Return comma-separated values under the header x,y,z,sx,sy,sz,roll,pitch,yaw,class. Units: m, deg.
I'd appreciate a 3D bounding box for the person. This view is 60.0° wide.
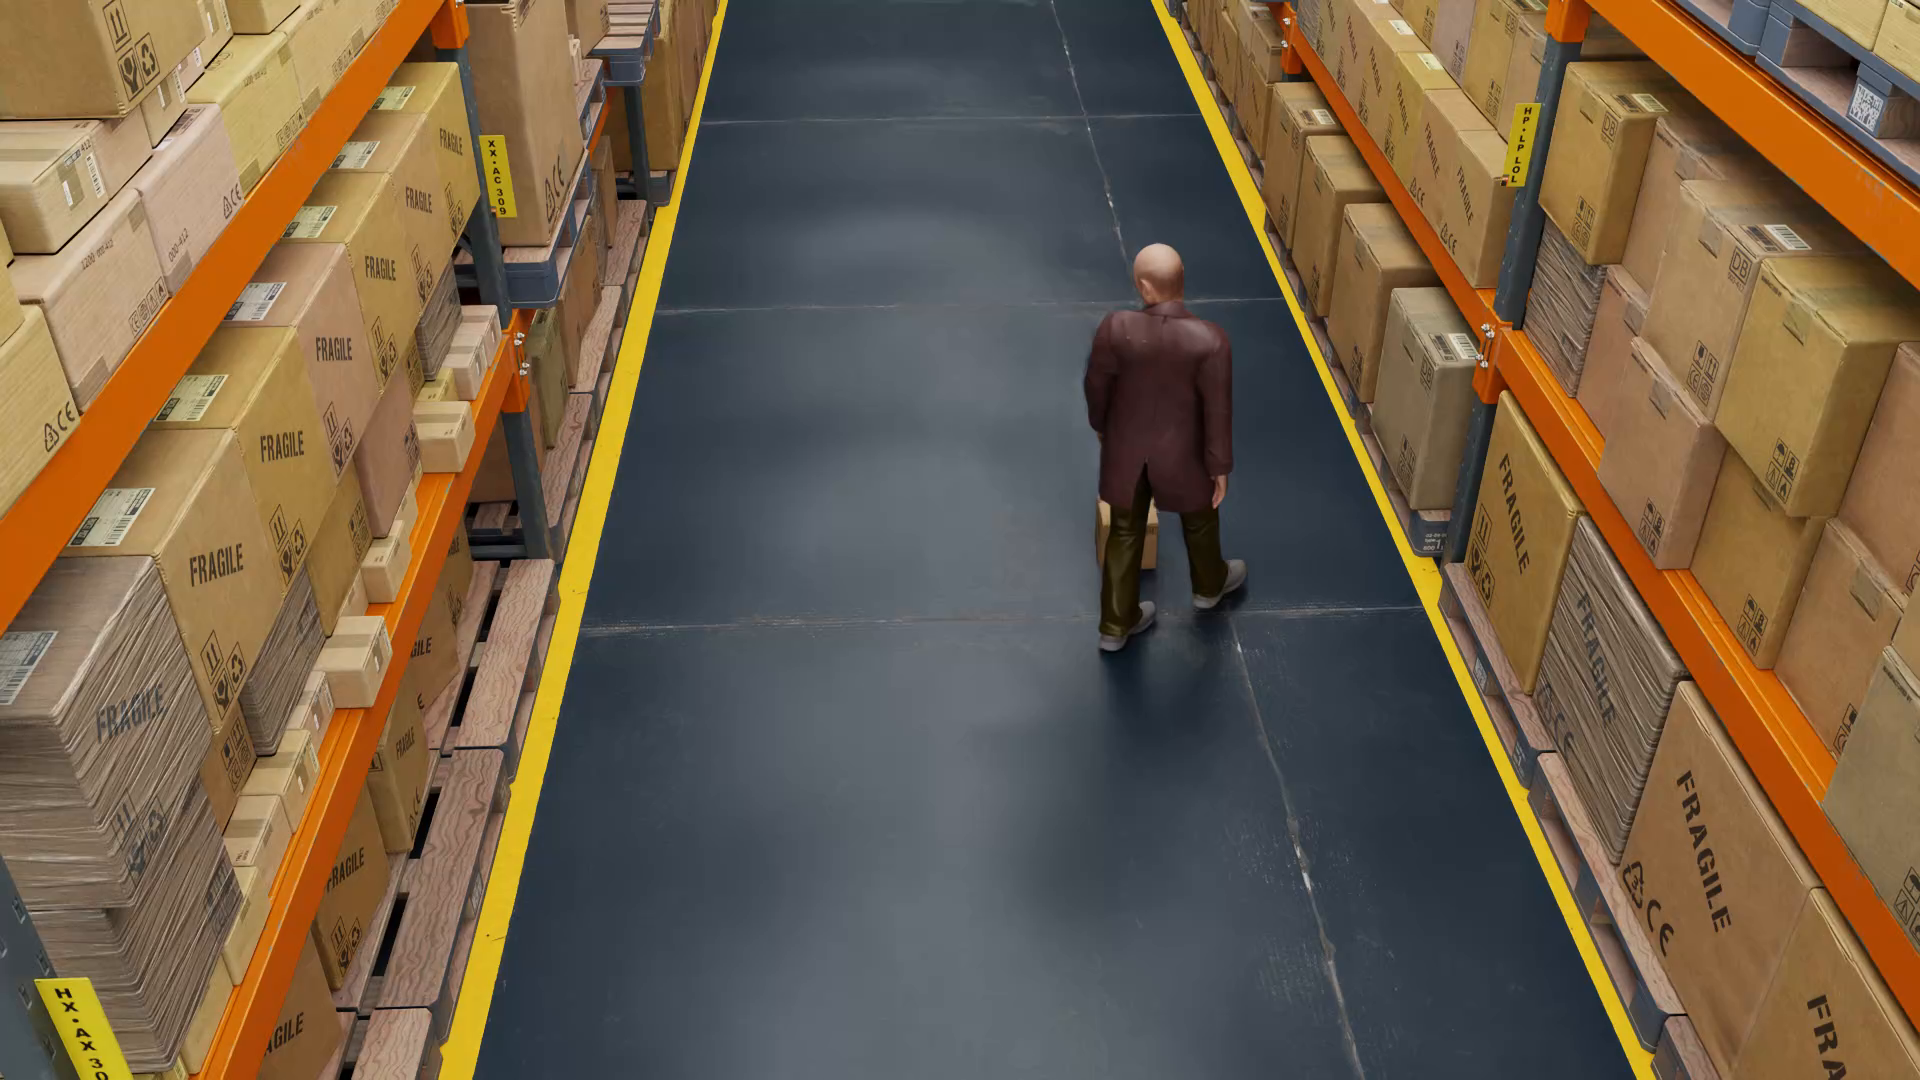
x,y,z,sx,sy,sz,roll,pitch,yaw,class
0.854,-0.417,6.761,0.669,1.753,0.759,11,36,15,person
